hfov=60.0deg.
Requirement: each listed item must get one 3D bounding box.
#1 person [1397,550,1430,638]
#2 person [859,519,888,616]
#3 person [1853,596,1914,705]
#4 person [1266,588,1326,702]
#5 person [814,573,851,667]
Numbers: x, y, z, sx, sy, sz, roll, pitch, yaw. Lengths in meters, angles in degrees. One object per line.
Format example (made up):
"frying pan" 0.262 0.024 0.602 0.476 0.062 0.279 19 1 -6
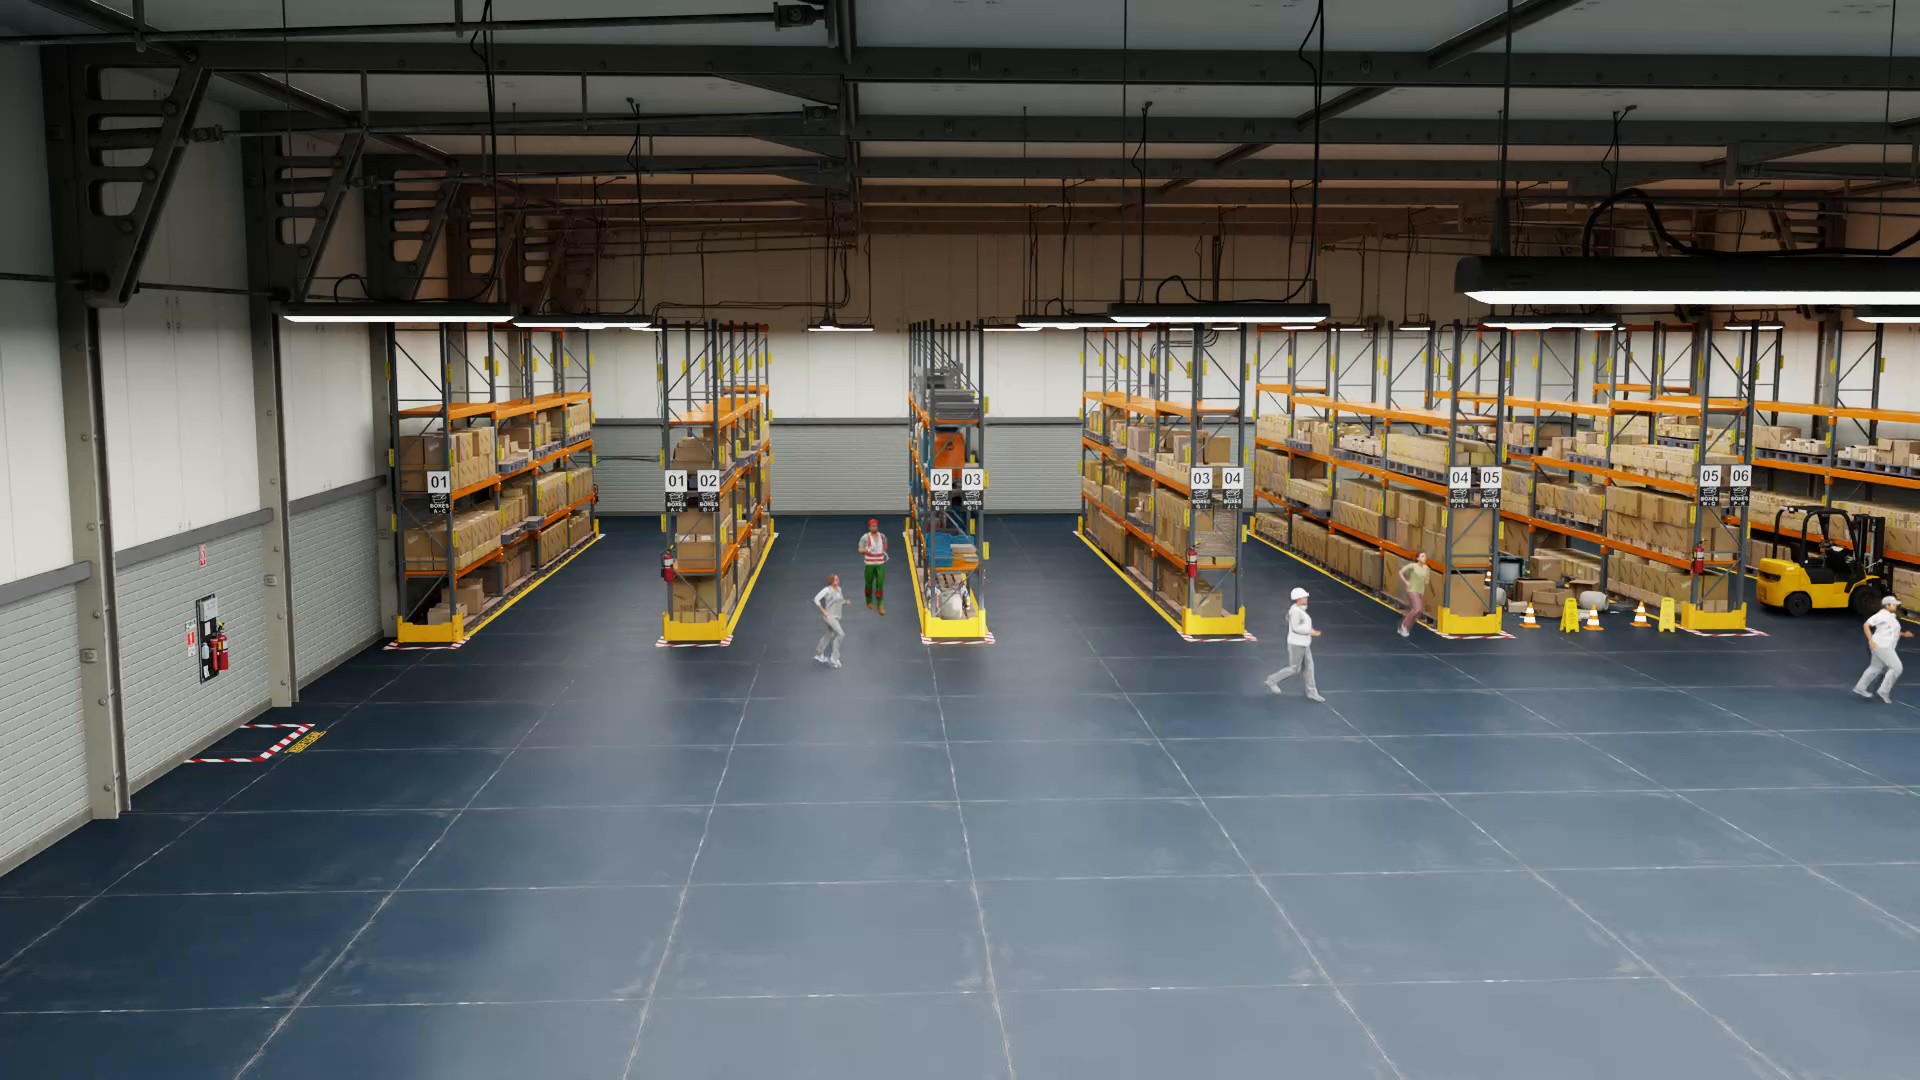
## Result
"person" 8.661 1.019 31.578 0.571 1.664 0.588 -4 8 -29
"person" -1.676 0.514 32.594 0.632 1.864 0.732 -2 7 -16
"person" 14.418 1.716 25.931 0.774 1.703 0.570 5 9 37
"person" 5.275 1.636 26.025 0.935 1.793 0.676 3 8 21
"person" -2.215 1.389 28.838 0.707 1.646 0.507 3 8 24
